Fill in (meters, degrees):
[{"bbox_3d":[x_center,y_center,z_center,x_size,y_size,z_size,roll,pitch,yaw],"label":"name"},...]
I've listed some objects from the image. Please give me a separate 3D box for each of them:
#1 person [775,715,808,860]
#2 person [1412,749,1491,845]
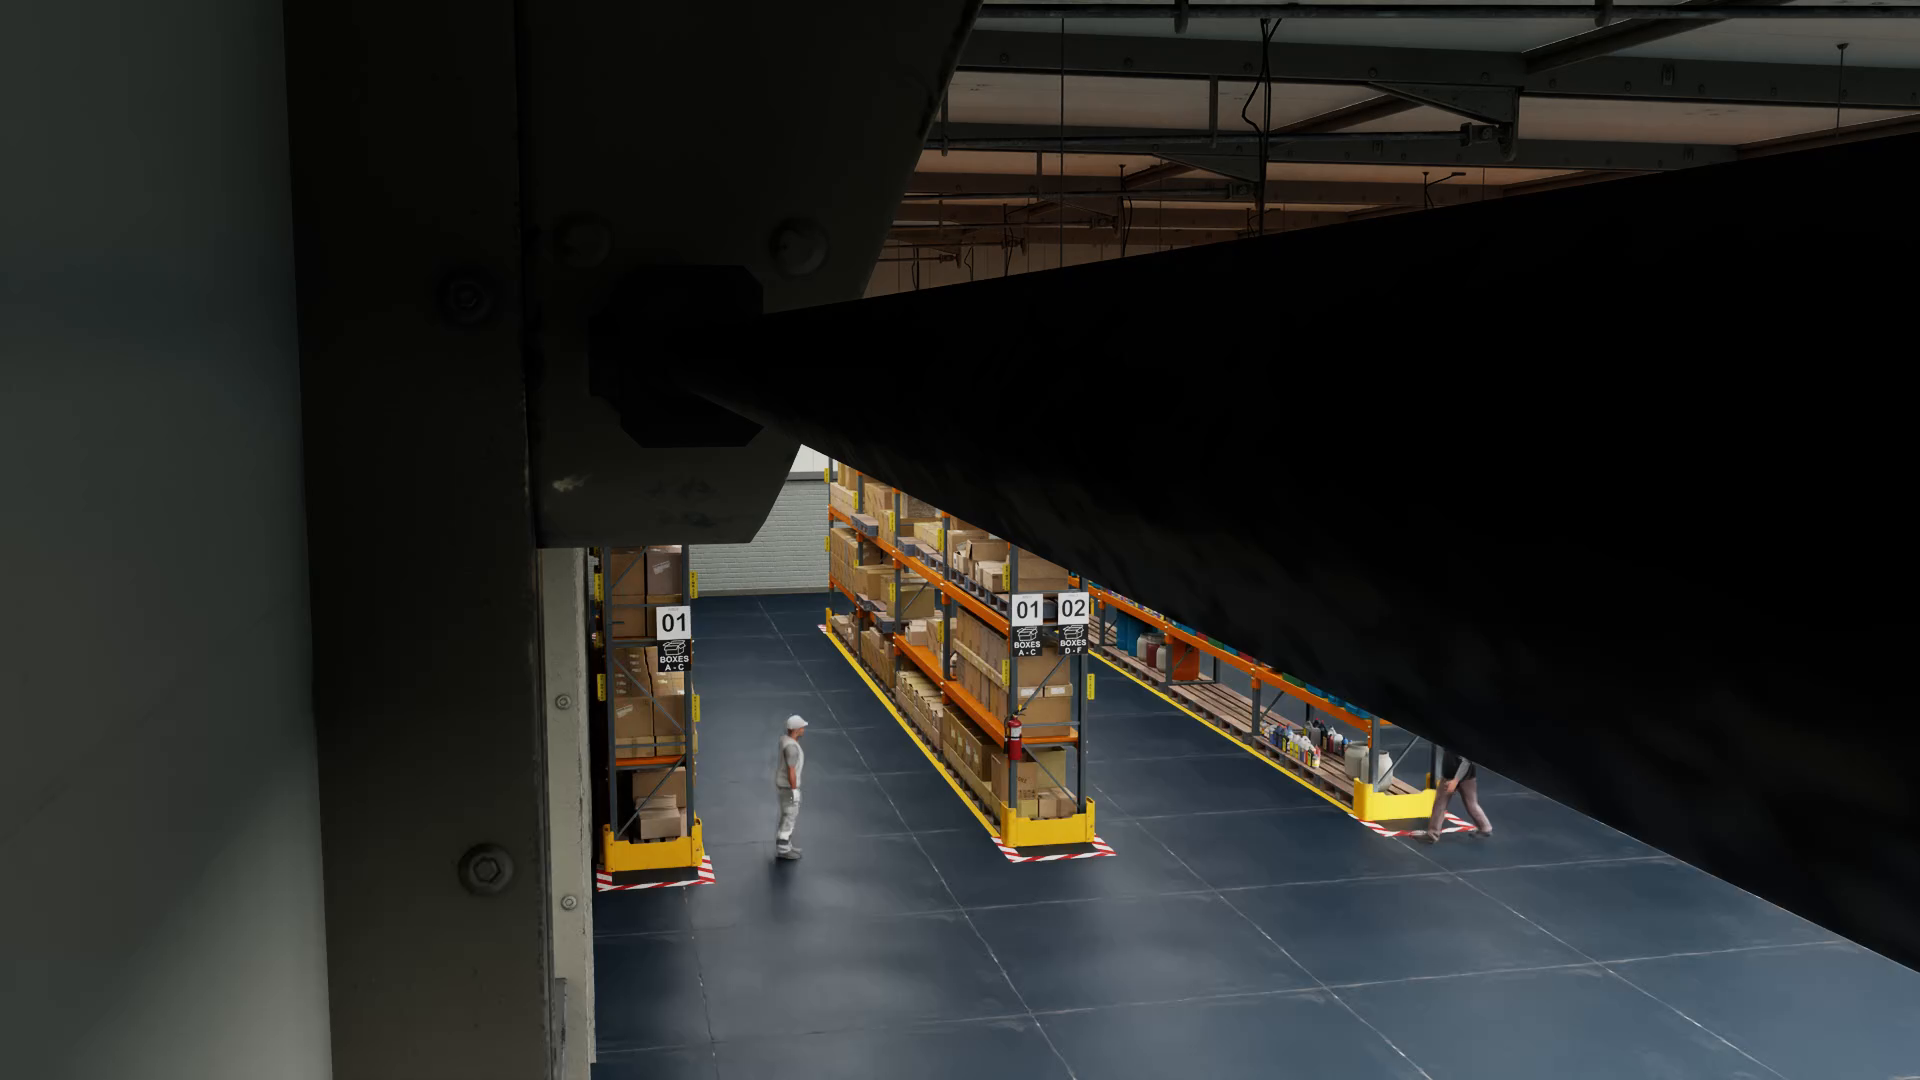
[{"bbox_3d":[-2.065,3.025,20.434,0.417,1.785,0.605,-1,7,-8],"label":"person"},{"bbox_3d":[6.264,3.014,20.967,1.020,1.679,0.516,-4,8,-30],"label":"person"}]
